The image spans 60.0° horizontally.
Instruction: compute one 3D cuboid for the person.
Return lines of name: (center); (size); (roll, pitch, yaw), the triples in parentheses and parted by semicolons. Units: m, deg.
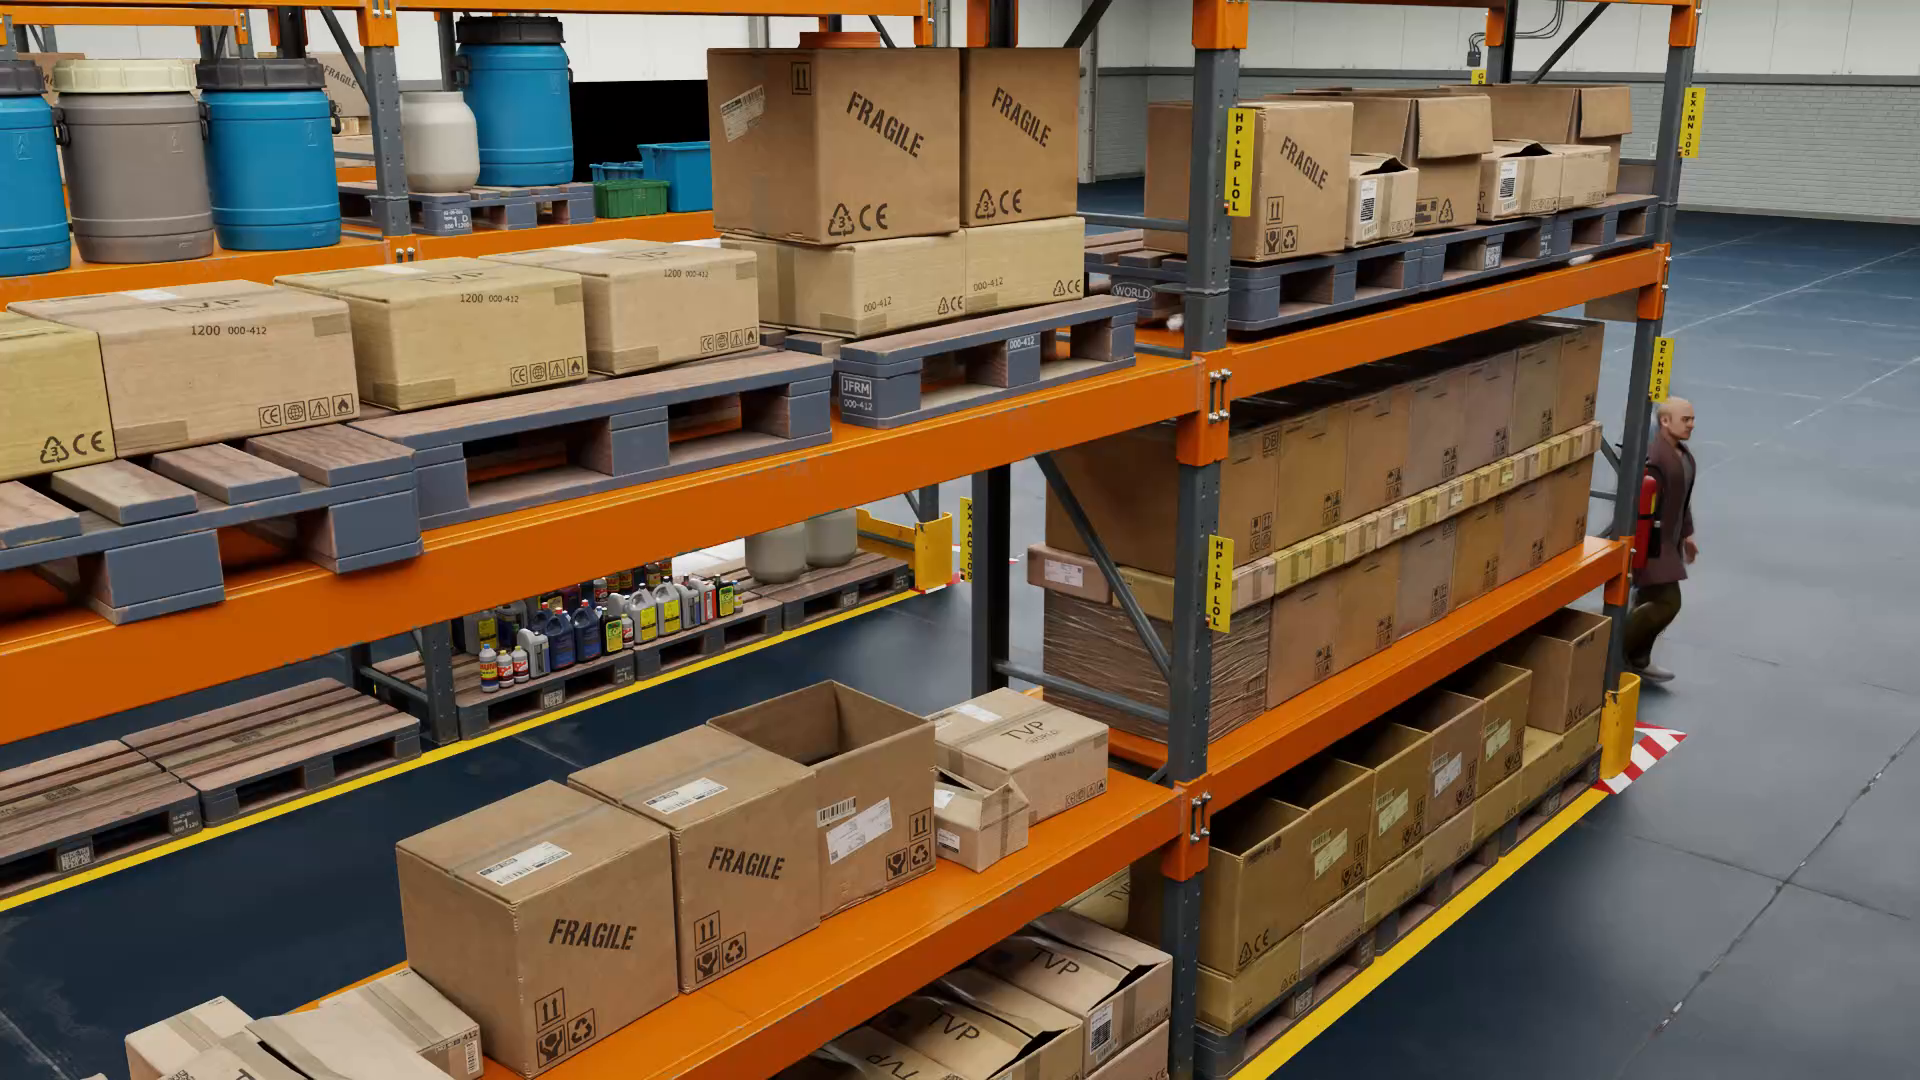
person: (4.132, 0.020, 9.919); (0.534, 1.775, 0.657); (15, 22, 41)
